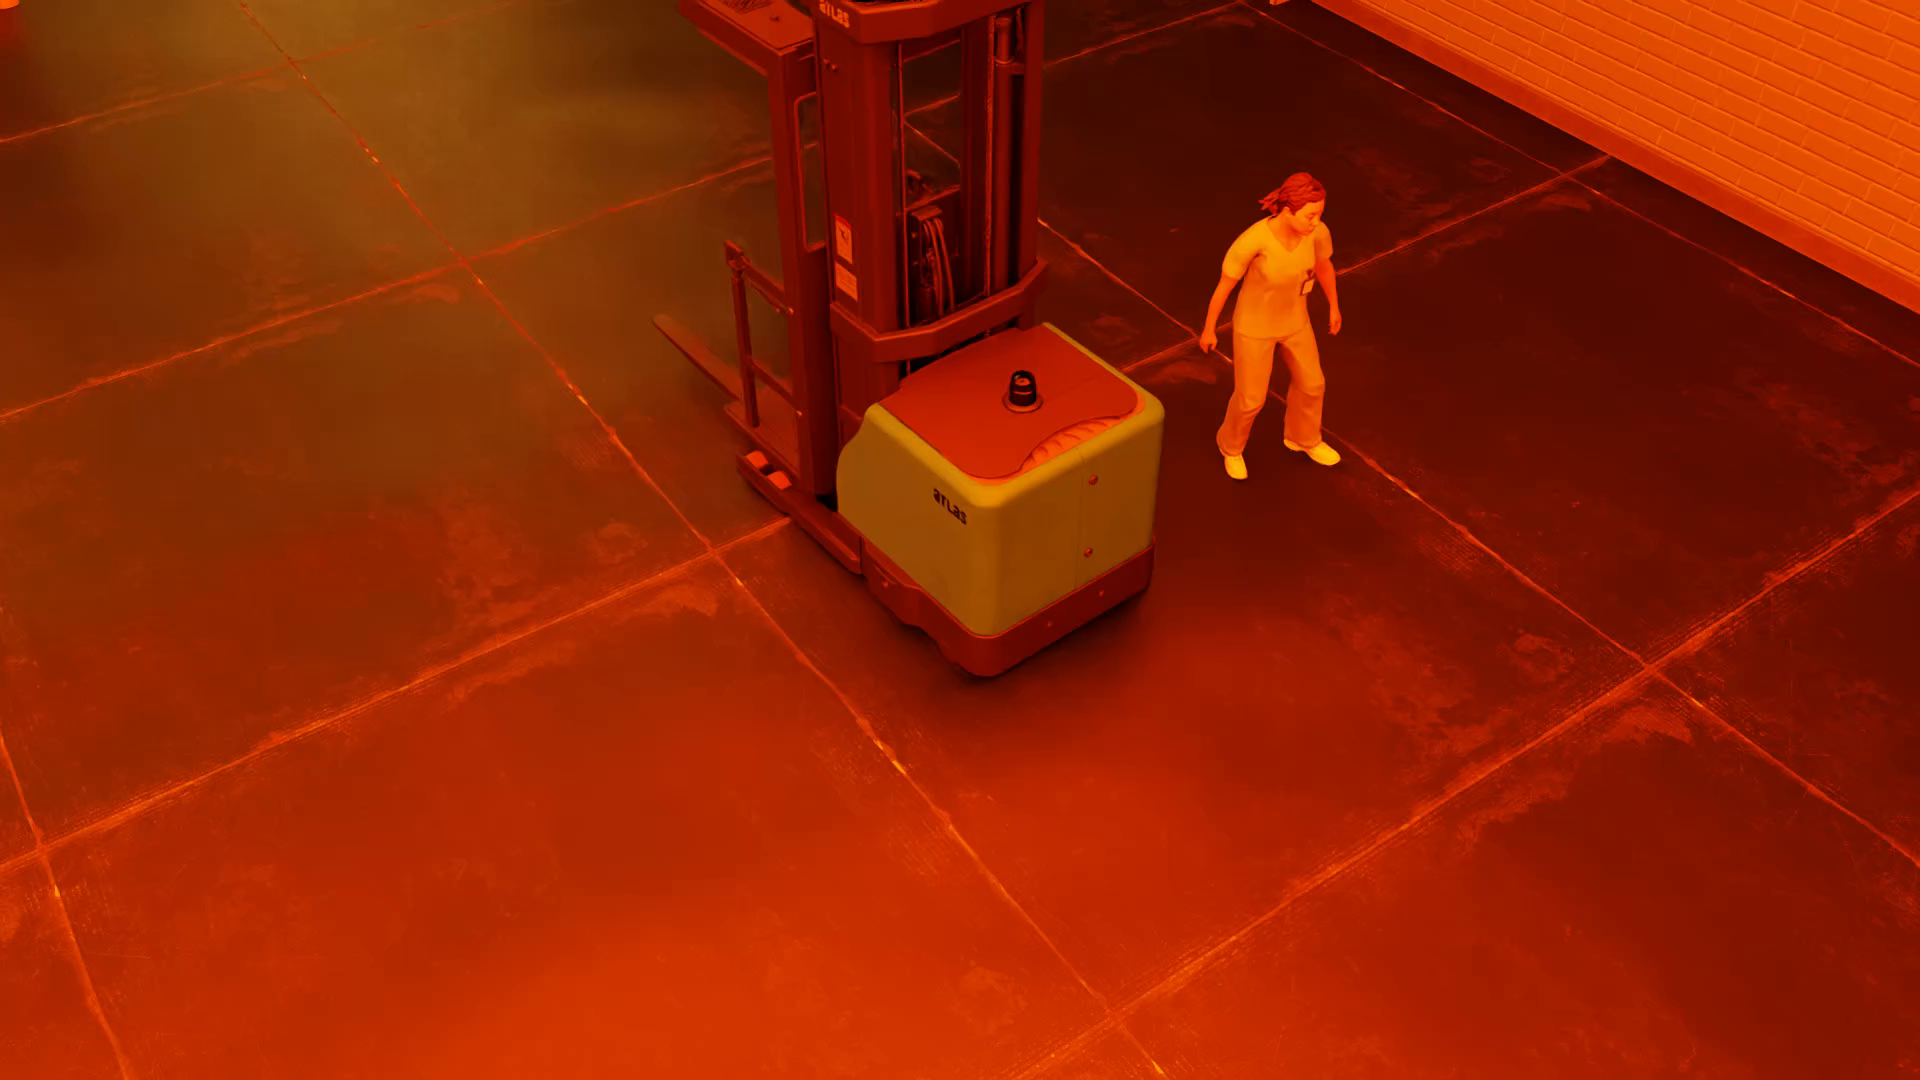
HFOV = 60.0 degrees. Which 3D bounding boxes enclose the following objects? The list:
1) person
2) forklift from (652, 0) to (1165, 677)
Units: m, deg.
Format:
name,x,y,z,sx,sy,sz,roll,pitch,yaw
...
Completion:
name,x,y,z,sx,sy,sz,roll,pitch,yaw
person,1.493,-1.002,7.755,0.745,1.648,0.366,-14,45,-15
forklift,-0.436,-1.432,7.270,1.130,2.935,3.031,-28,50,-27
